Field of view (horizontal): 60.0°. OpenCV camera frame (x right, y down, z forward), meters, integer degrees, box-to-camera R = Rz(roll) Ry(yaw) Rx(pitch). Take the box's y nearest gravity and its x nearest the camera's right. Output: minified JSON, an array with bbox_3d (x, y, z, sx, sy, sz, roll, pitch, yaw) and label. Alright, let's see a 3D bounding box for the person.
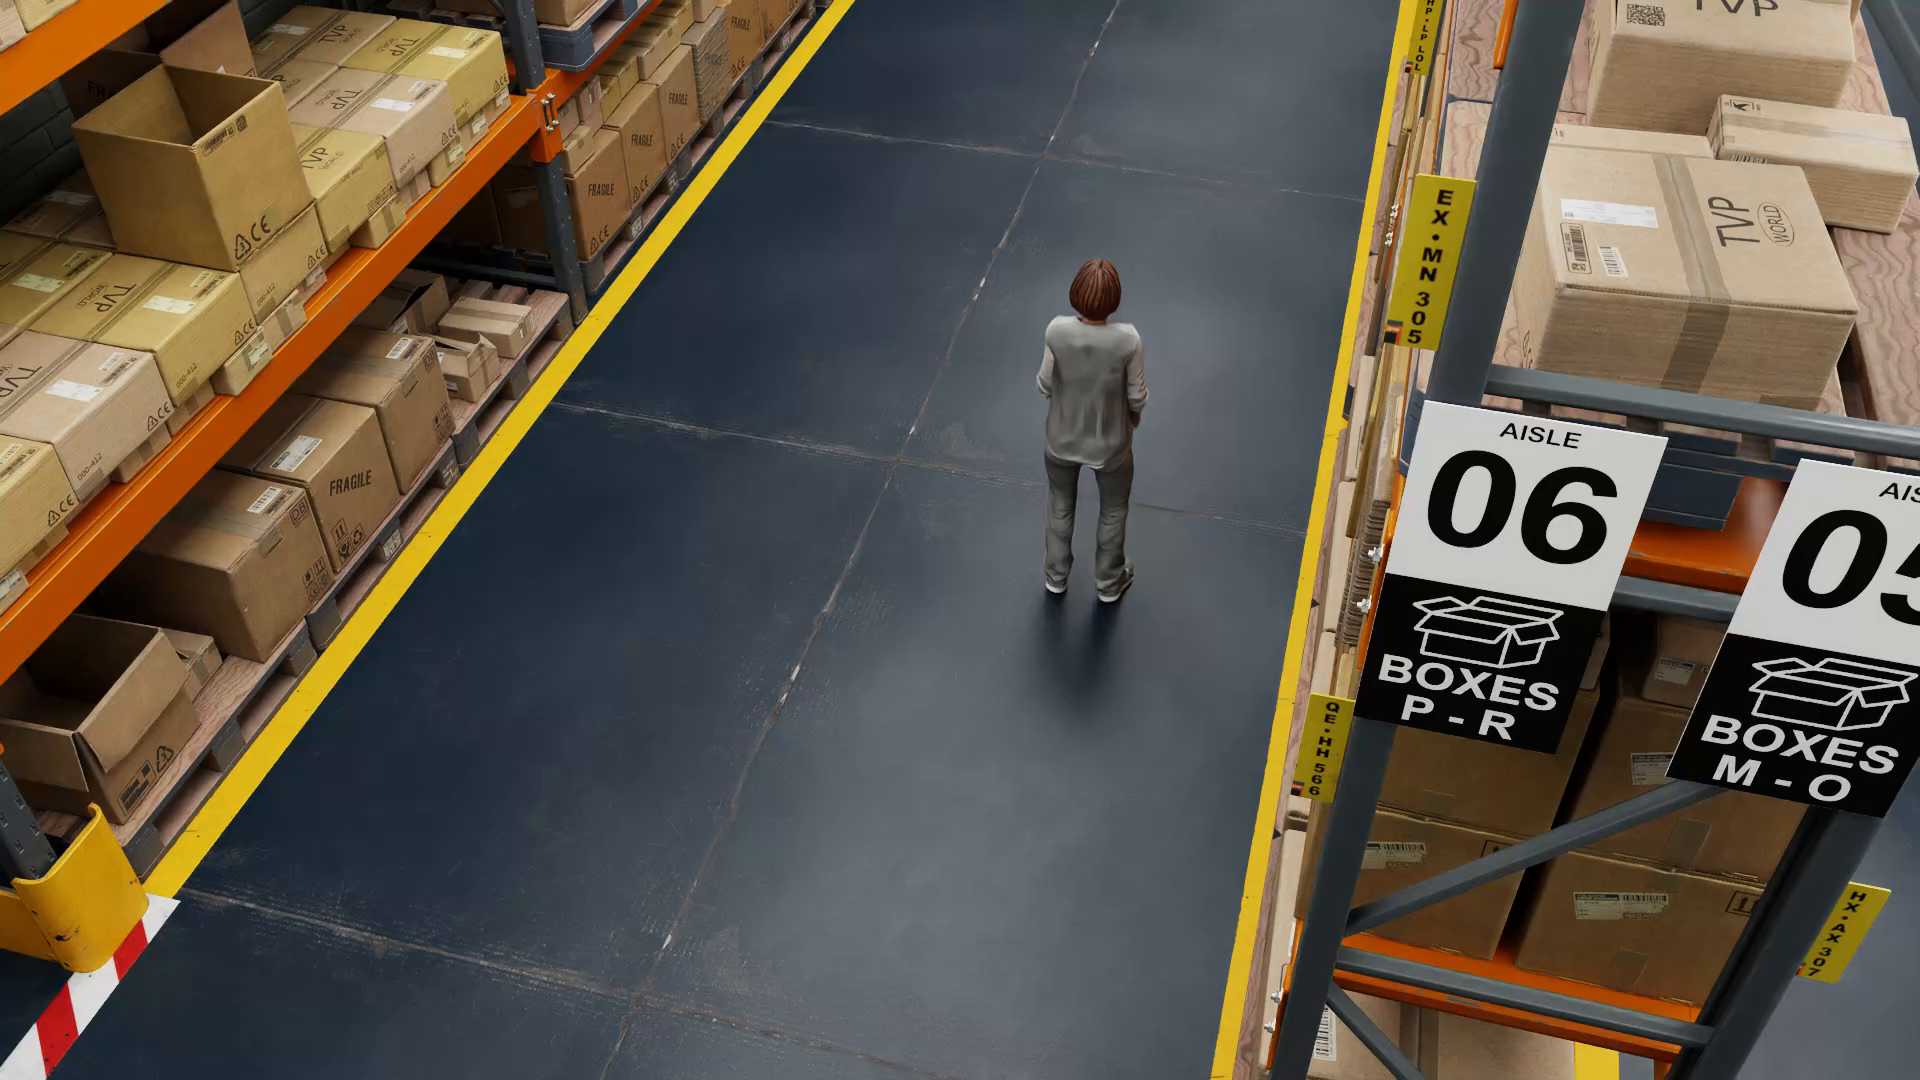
[{"bbox_3d":[0.519,-0.421,6.634,0.445,1.602,0.371,10,43,11],"label":"person"}]
